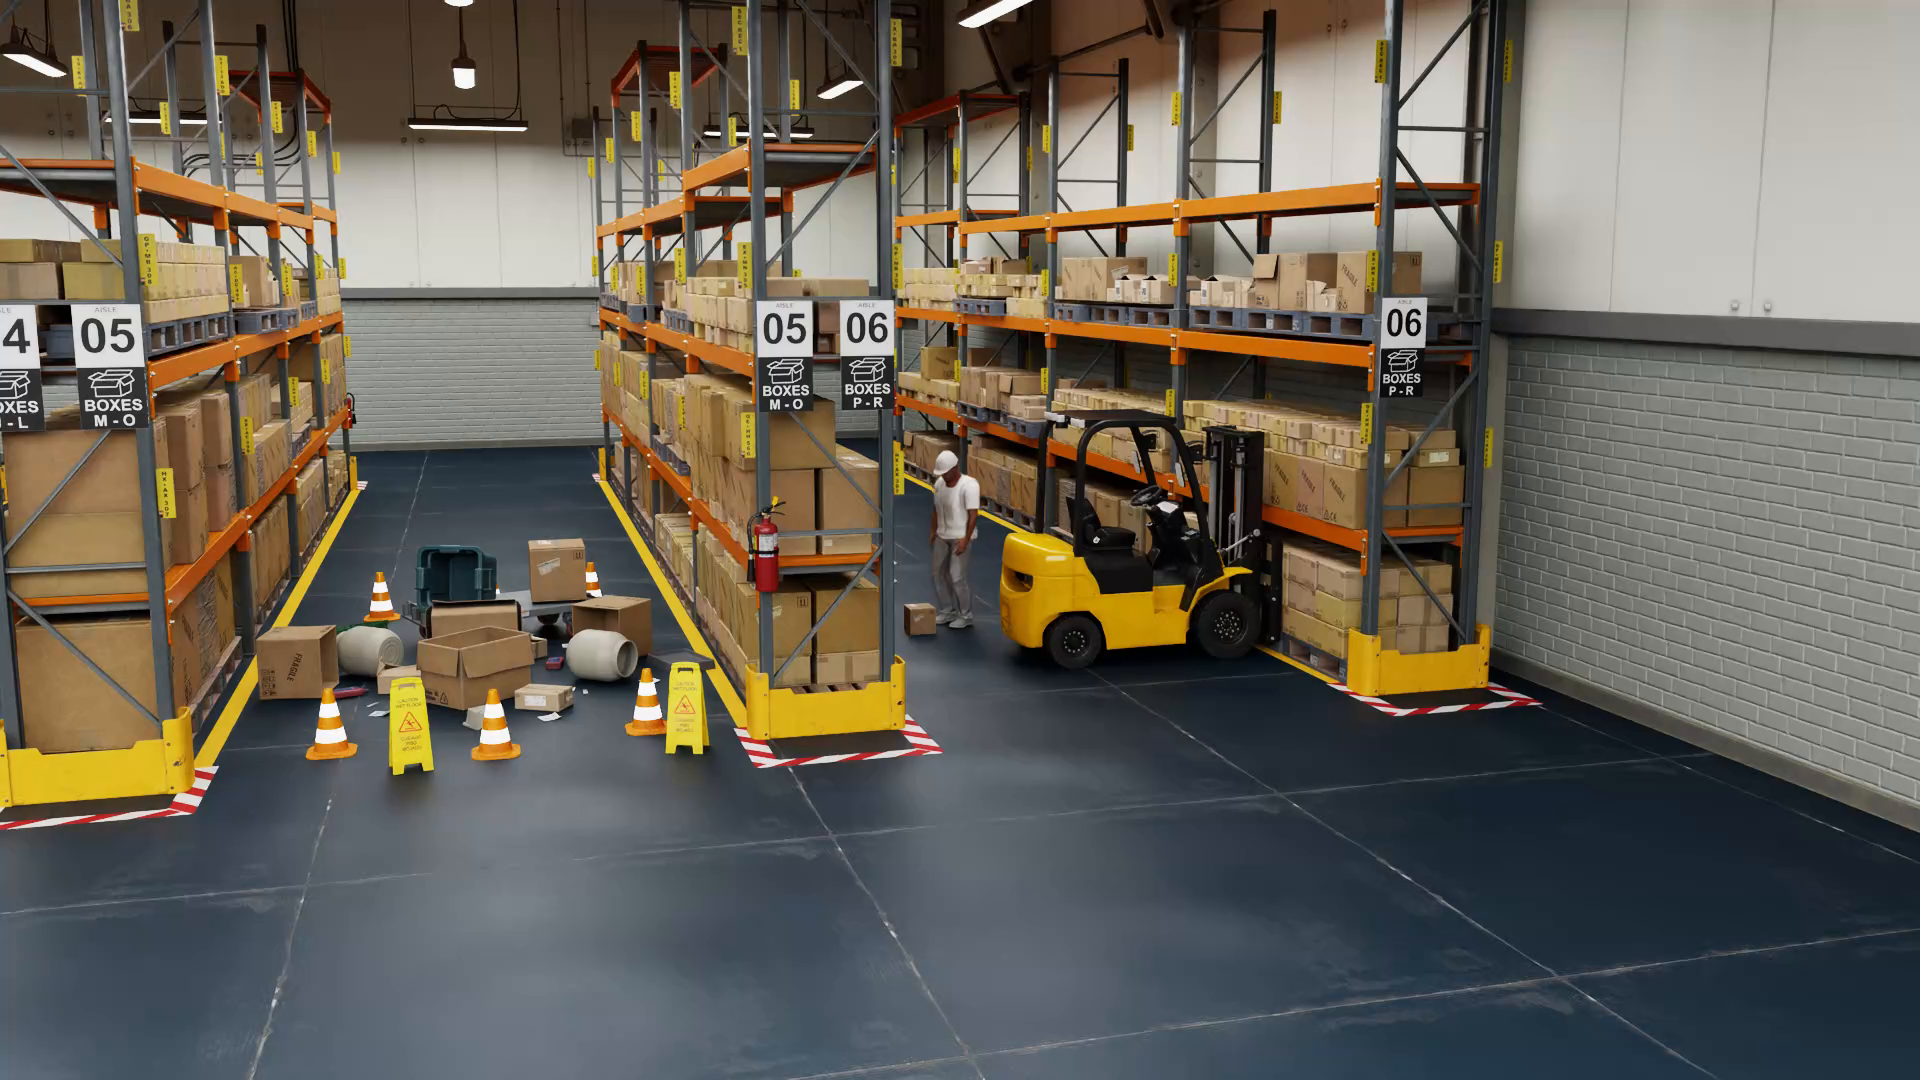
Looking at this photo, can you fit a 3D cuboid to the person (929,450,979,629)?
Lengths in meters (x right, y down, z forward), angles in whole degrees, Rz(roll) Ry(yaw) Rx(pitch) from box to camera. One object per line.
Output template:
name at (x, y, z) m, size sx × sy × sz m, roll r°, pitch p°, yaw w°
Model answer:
person at (-0.067, -0.015, 16.048) m, size 0.453 × 1.717 × 0.591 m, roll -9°, pitch 13°, yaw -43°
